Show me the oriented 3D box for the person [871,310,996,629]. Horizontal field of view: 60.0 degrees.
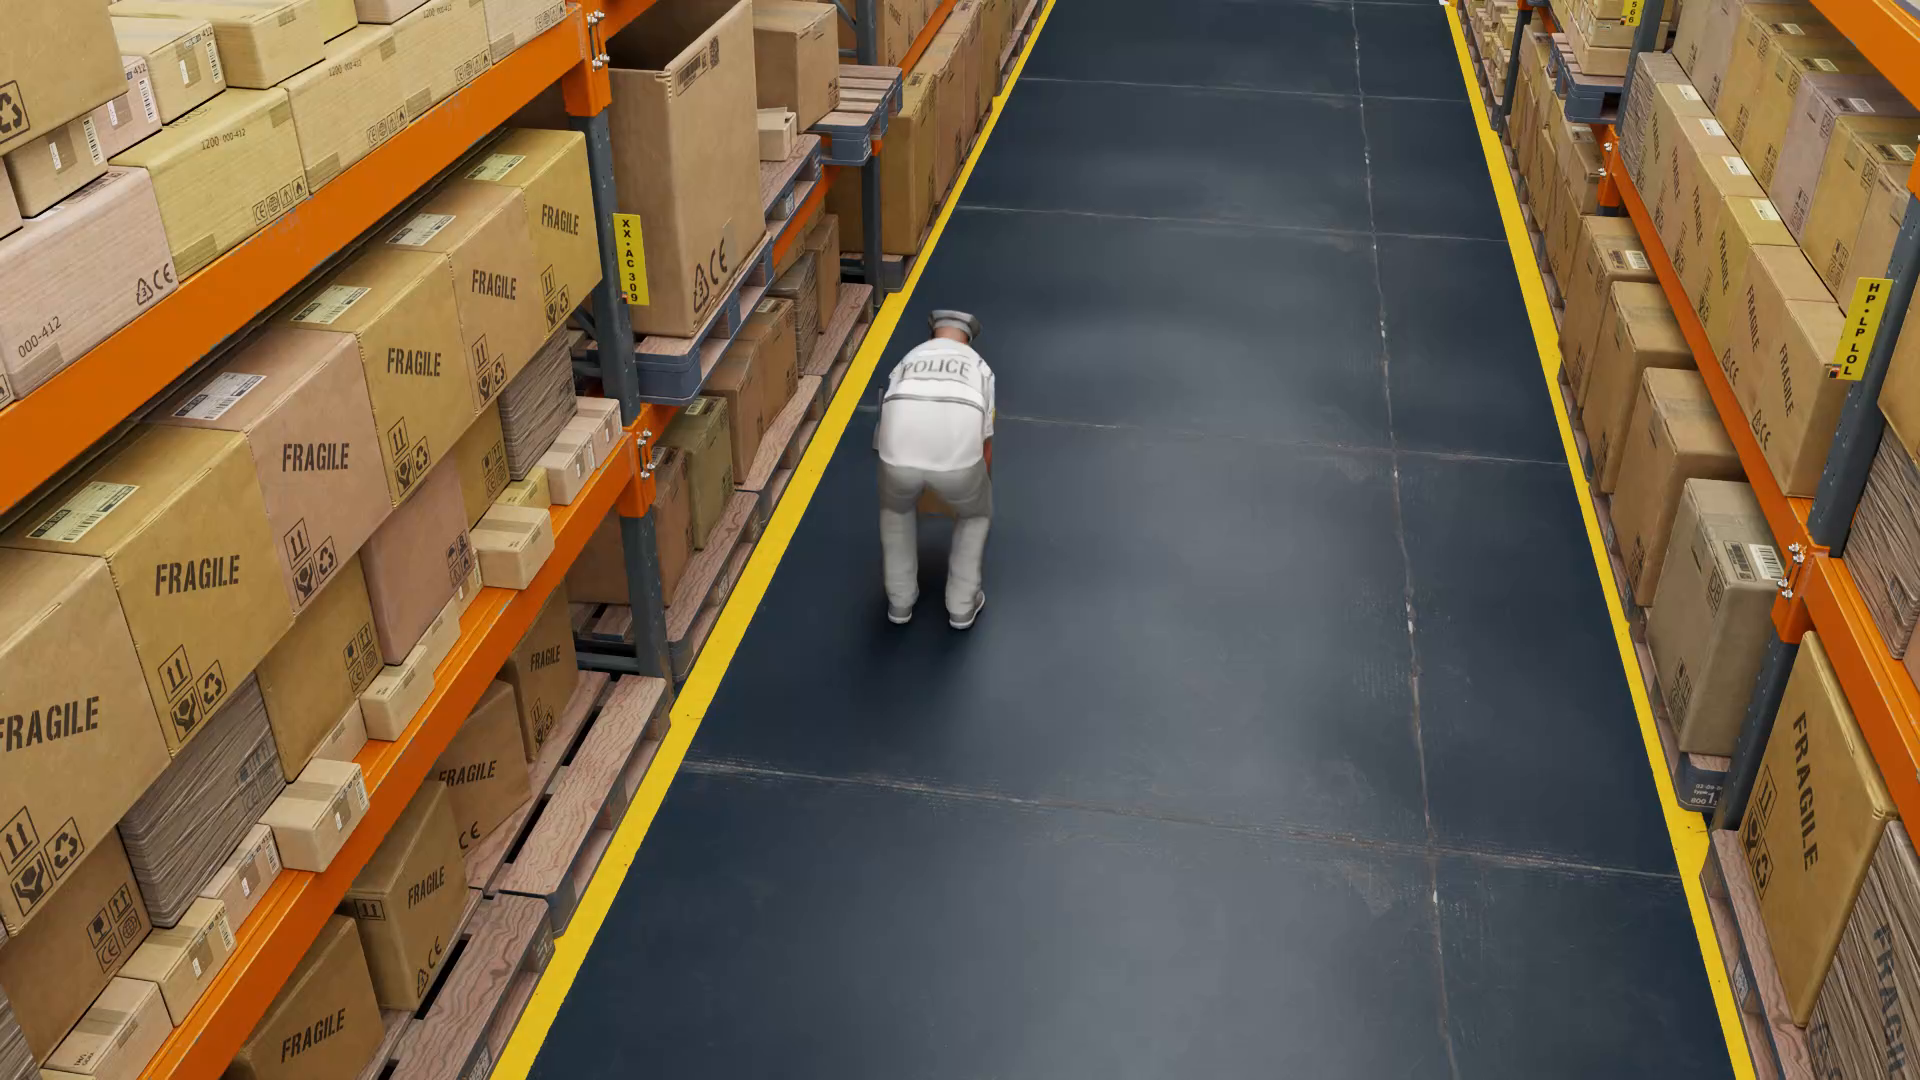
[{"bbox_3d":[-0.079,-0.308,7.187,0.493,1.152,1.043,4,32,7],"label":"person"}]
